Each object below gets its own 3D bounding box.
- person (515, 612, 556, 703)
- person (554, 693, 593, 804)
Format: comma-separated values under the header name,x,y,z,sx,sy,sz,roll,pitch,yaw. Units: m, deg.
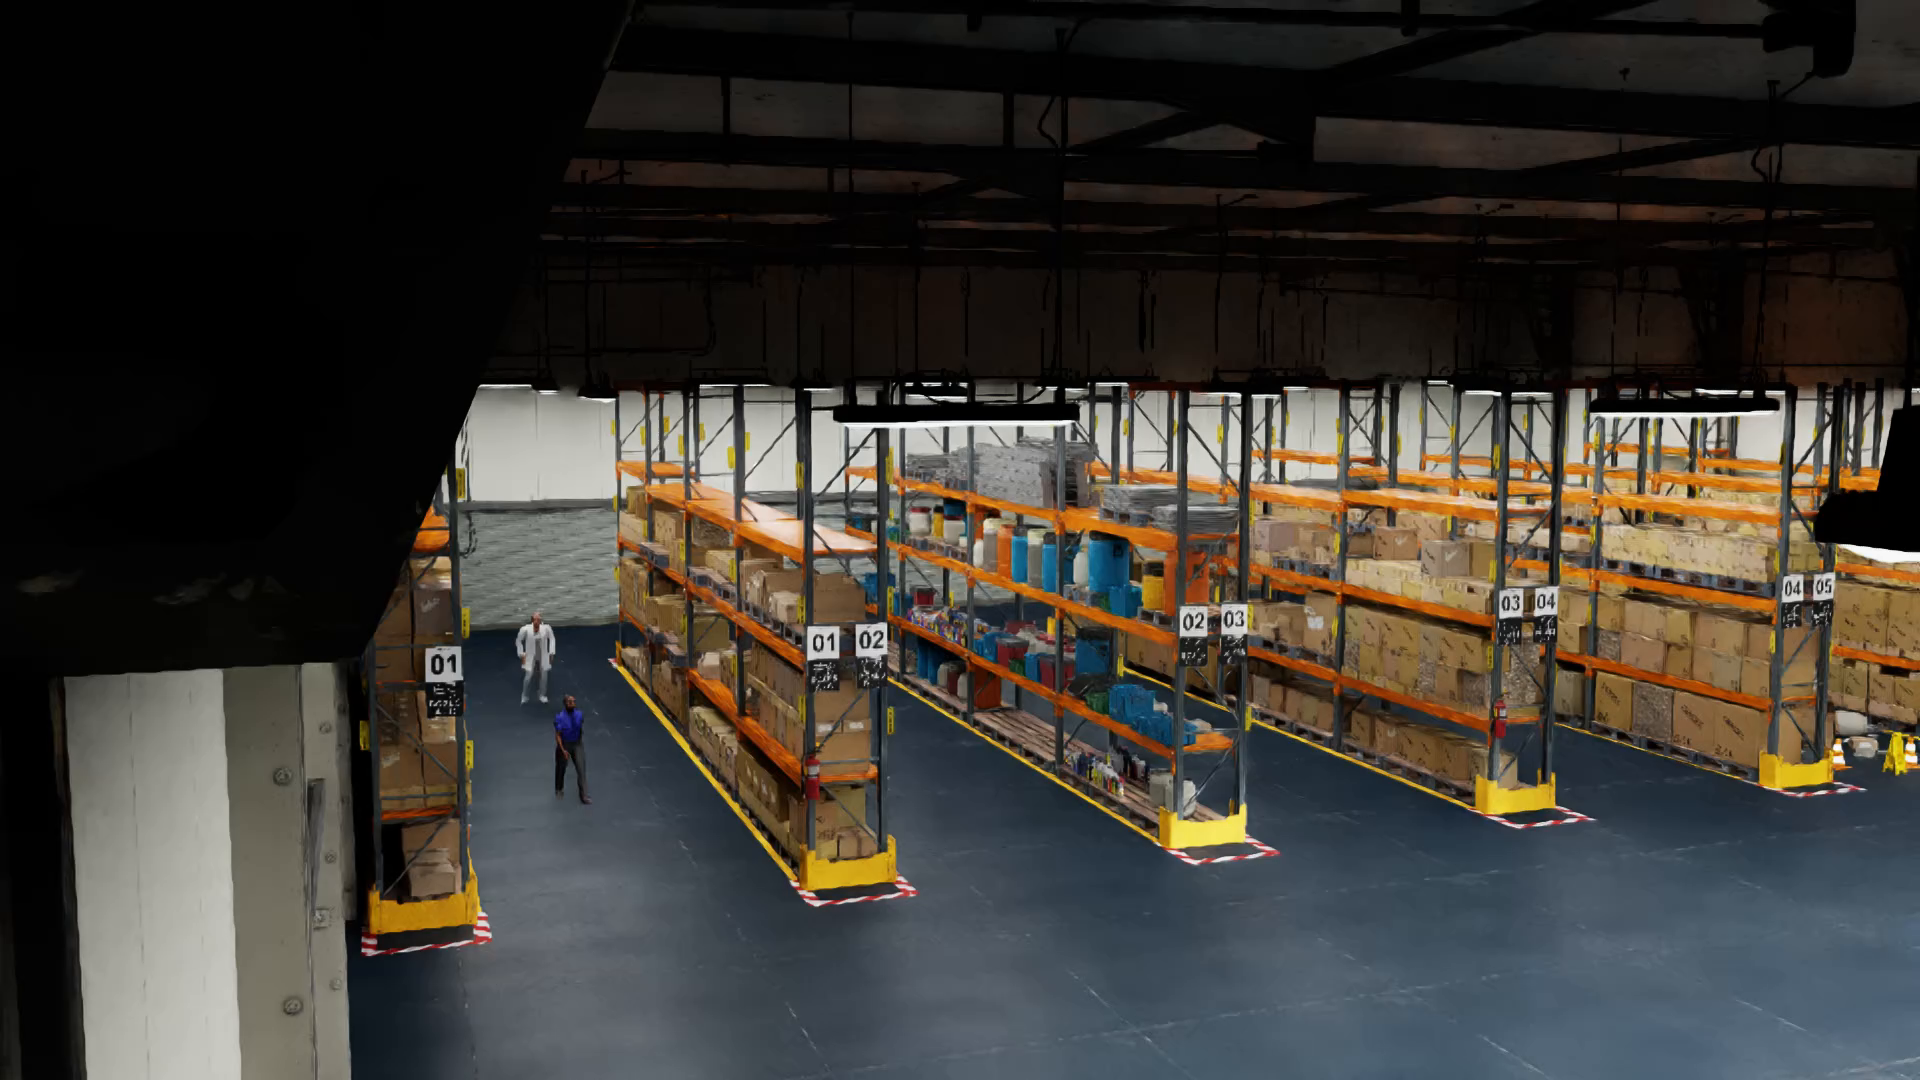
name,x,y,z,sx,sy,sz,roll,pitch,yaw
person,-7.940,2.187,31.117,0.728,1.733,0.546,-2,6,-21
person,-5.640,2.990,24.014,0.443,1.587,0.996,-3,7,-27
